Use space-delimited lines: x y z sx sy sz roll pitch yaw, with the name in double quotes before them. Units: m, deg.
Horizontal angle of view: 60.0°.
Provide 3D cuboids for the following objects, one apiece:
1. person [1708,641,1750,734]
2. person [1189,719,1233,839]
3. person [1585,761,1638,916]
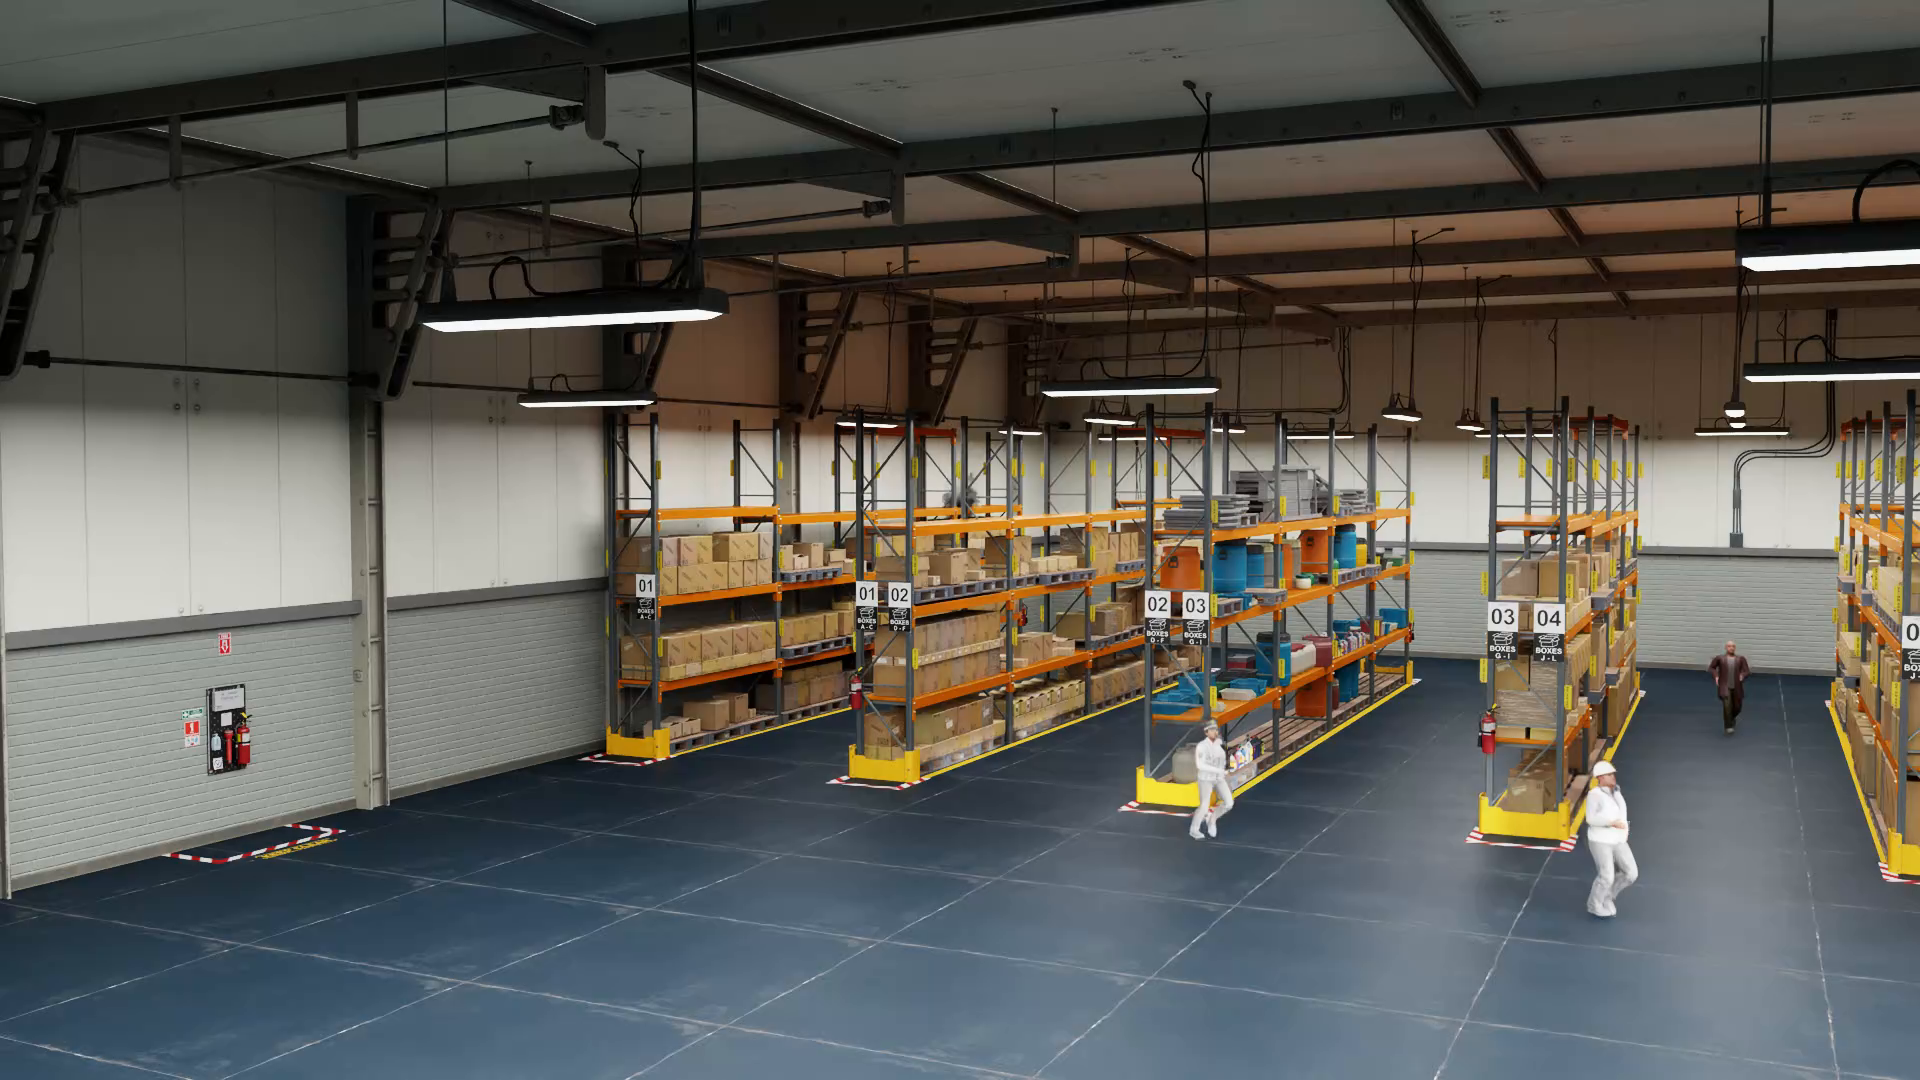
"person" 14.683 2.801 31.745 0.715 1.727 0.826 1 2 16
"person" 3.406 3.215 22.334 0.628 1.646 0.762 -1 3 -29
"person" 7.261 3.344 18.489 0.645 1.743 0.610 -1 3 -28
